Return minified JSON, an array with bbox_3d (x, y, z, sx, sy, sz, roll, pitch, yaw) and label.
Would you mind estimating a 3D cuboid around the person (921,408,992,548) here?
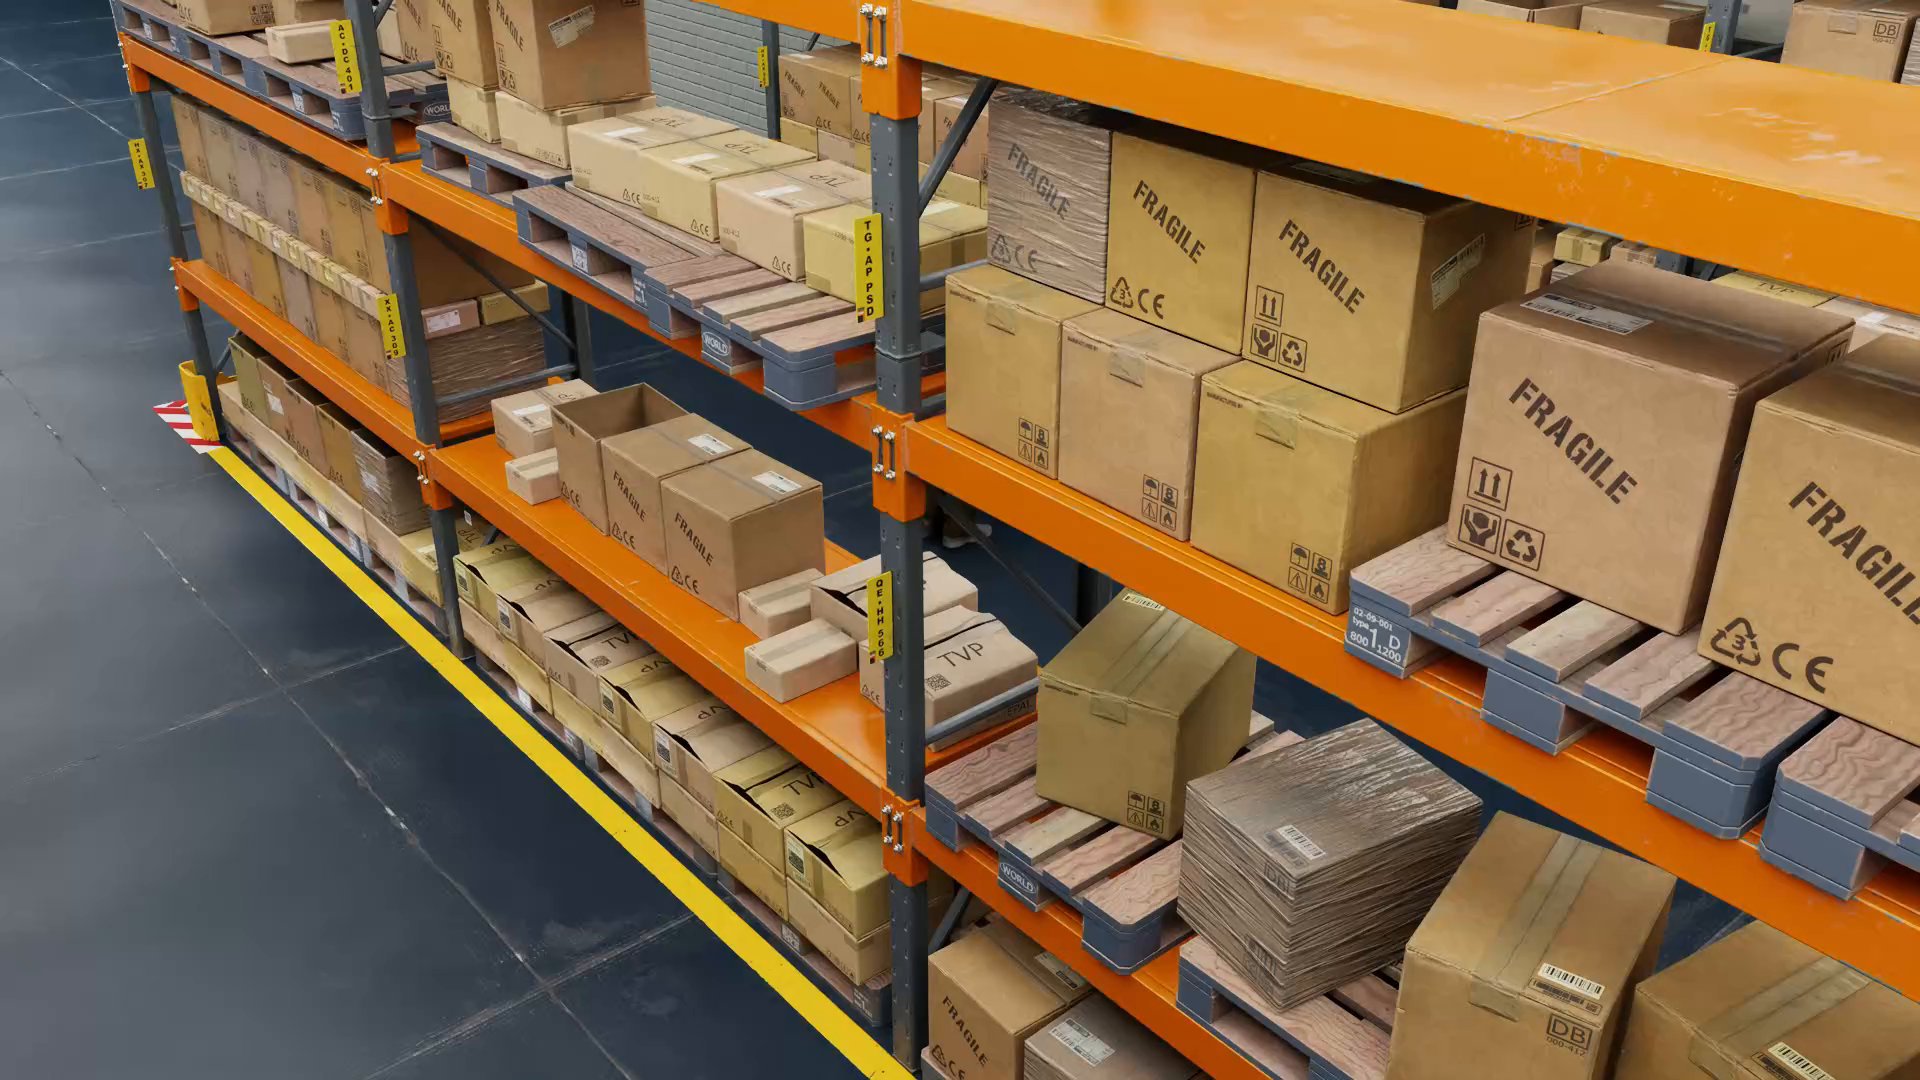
[{"bbox_3d":[0.093,-0.632,10.422,0.929,1.234,0.556,-23,35,-36],"label":"person"}]
